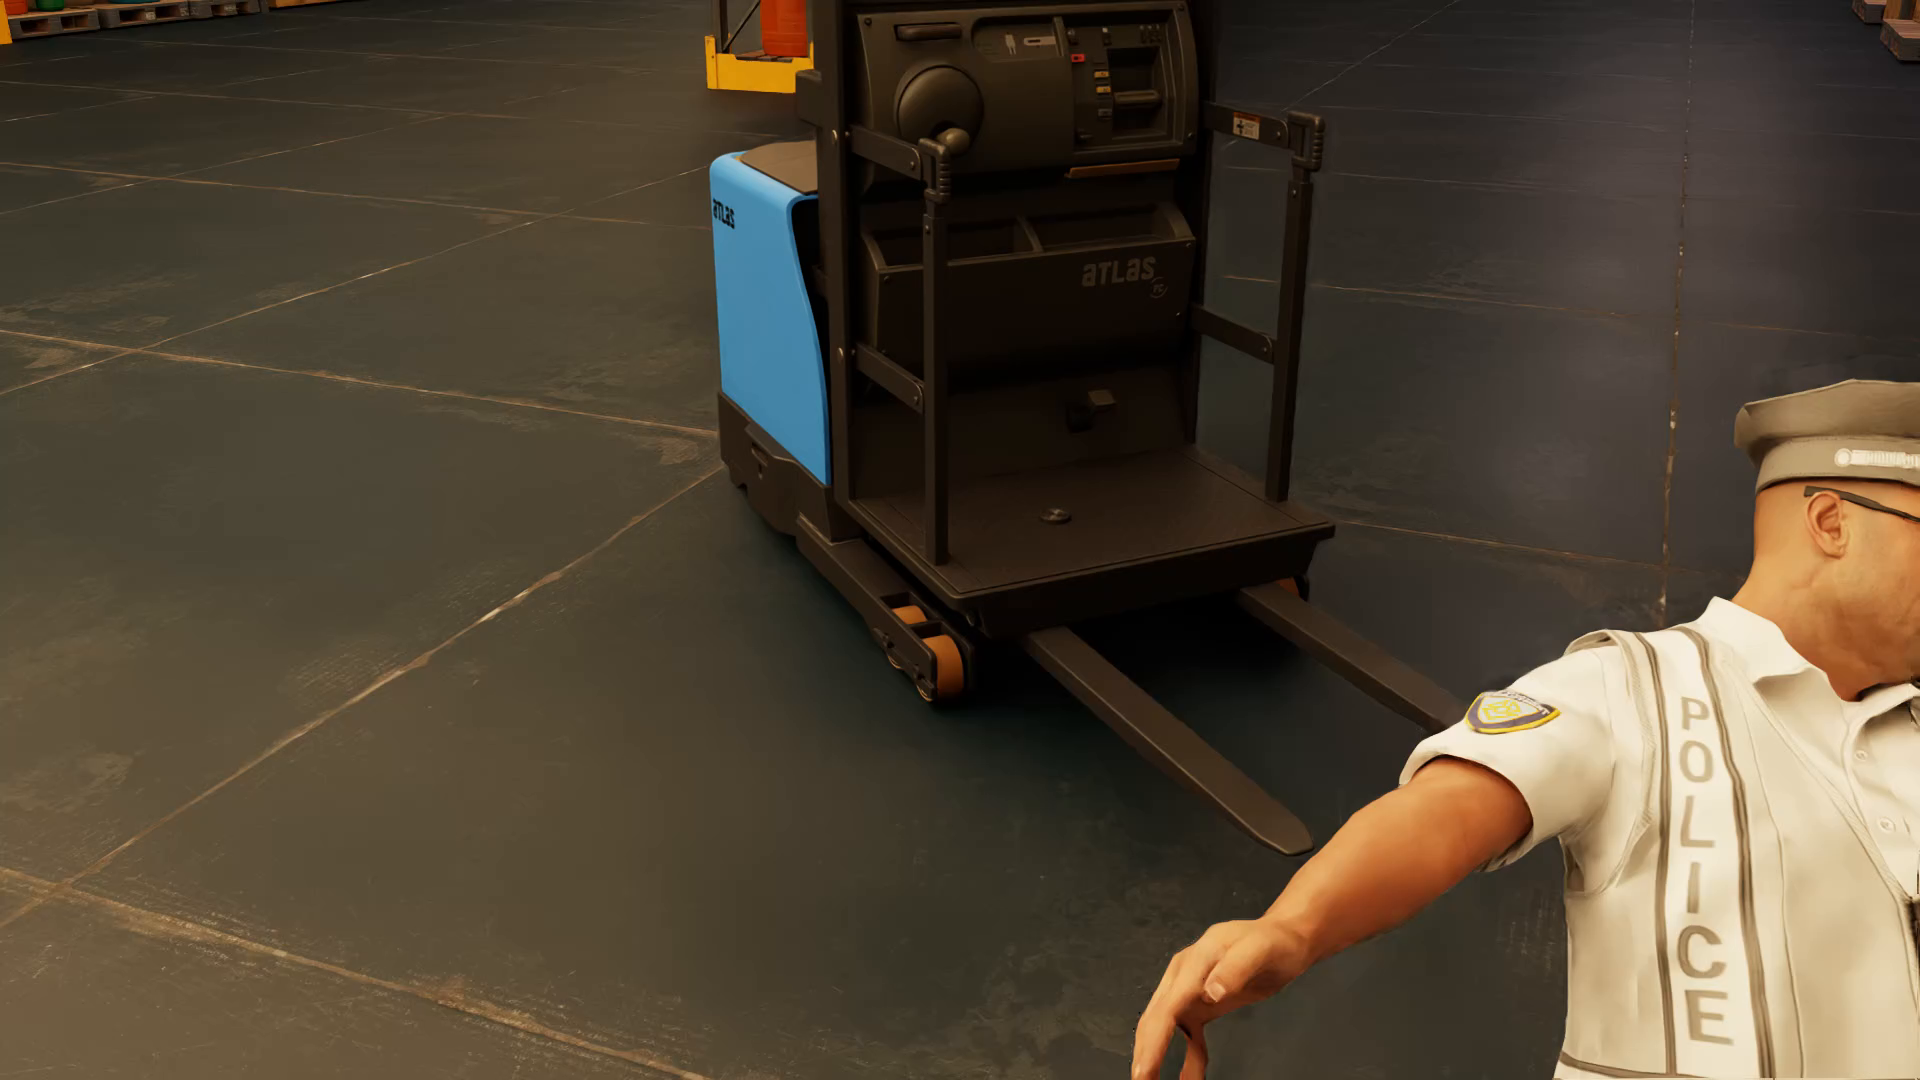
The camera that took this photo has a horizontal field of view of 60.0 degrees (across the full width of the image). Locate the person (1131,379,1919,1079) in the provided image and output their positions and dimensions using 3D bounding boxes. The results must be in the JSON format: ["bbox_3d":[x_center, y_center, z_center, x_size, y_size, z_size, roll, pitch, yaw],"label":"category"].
[{"bbox_3d":[0.609,0.629,1.549,1.085,1.557,0.760,-5,23,-13],"label":"person"}]

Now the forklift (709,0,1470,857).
[{"bbox_3d":[0.279,-1.141,4.023,1.130,2.935,3.031,-10,25,-23],"label":"forklift"}]
